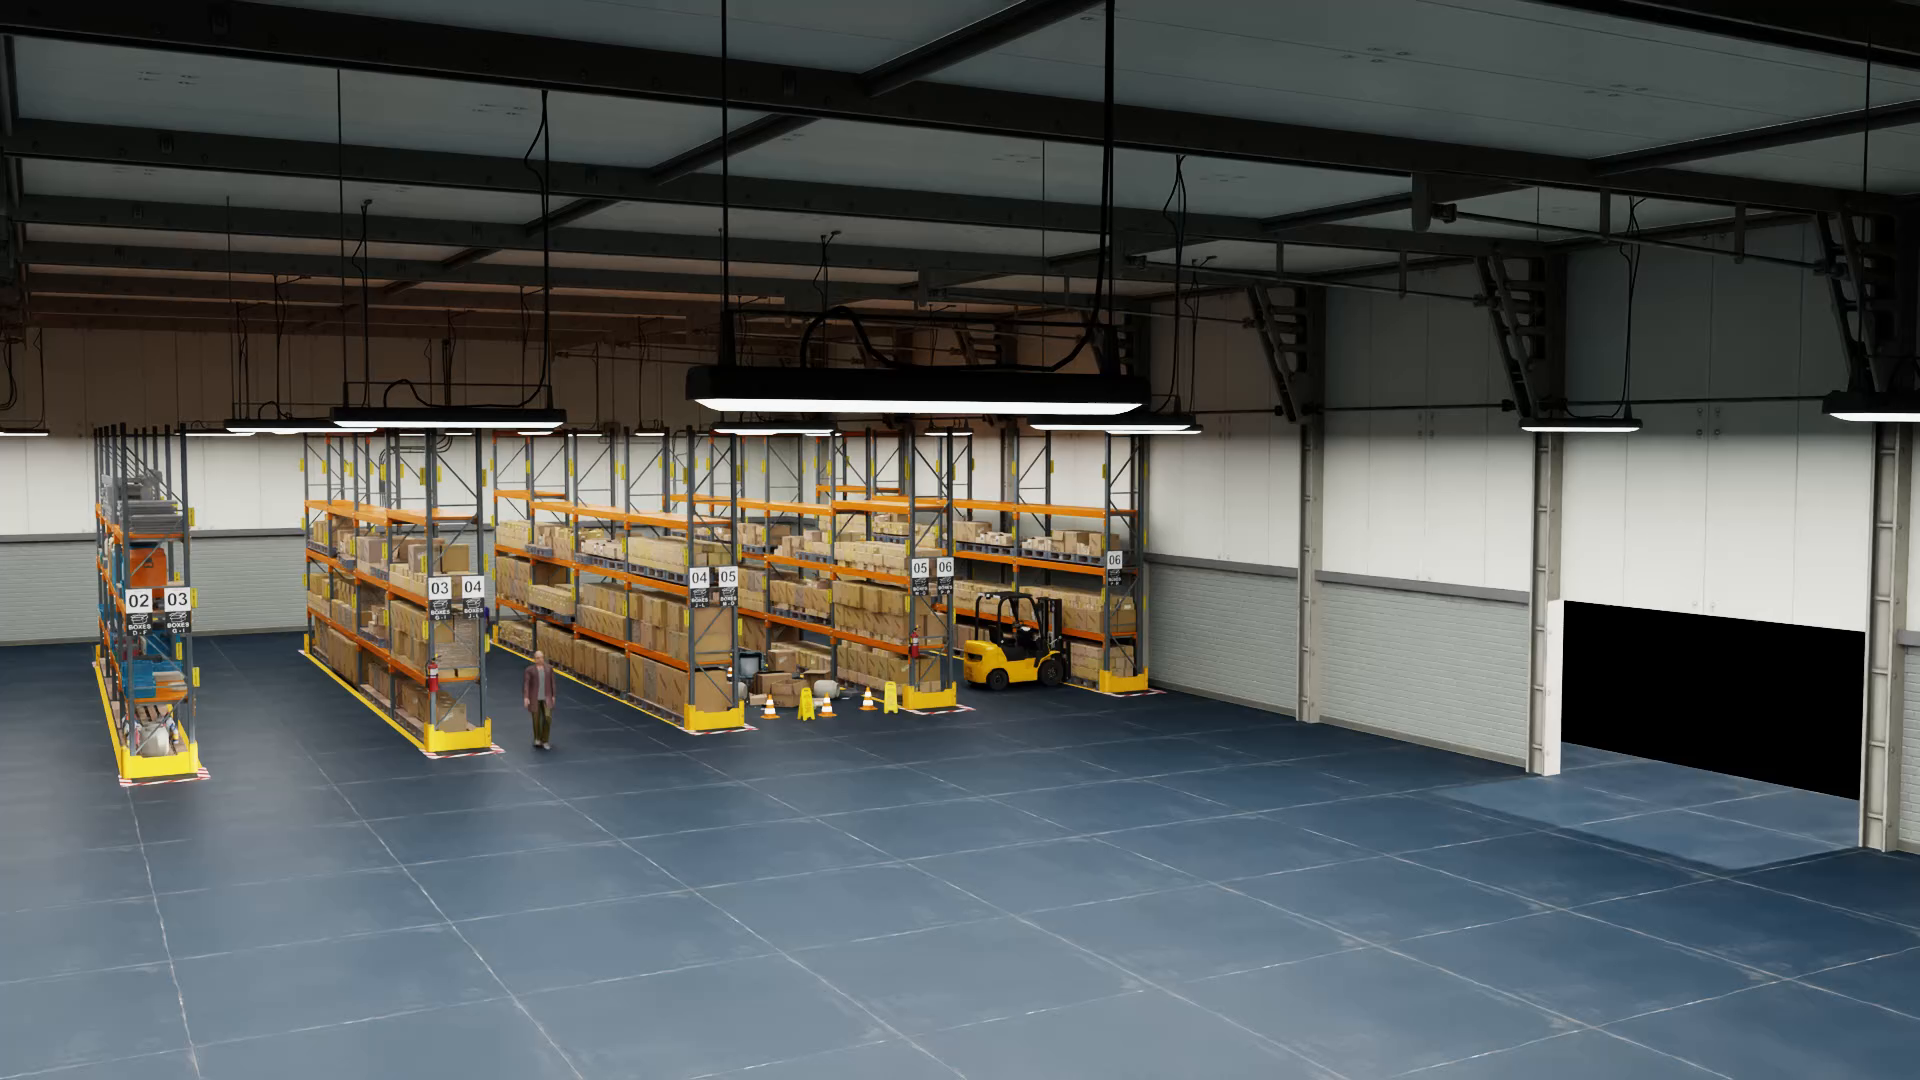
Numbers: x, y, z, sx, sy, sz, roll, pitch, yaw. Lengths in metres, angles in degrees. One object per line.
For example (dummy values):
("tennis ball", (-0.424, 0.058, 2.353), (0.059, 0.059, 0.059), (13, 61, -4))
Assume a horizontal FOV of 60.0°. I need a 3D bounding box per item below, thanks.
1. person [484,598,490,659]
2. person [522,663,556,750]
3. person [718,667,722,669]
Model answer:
("person", (-12.374, 2.284, 43.054), (0.459, 1.654, 0.487), (3, 5, 43))
("person", (-7.809, 3.079, 30.895), (0.650, 1.631, 0.639), (-2, 4, -24))
("person", (-5.856, 2.439, 40.302), (0.483, 1.671, 0.463), (-2, 4, -30))
